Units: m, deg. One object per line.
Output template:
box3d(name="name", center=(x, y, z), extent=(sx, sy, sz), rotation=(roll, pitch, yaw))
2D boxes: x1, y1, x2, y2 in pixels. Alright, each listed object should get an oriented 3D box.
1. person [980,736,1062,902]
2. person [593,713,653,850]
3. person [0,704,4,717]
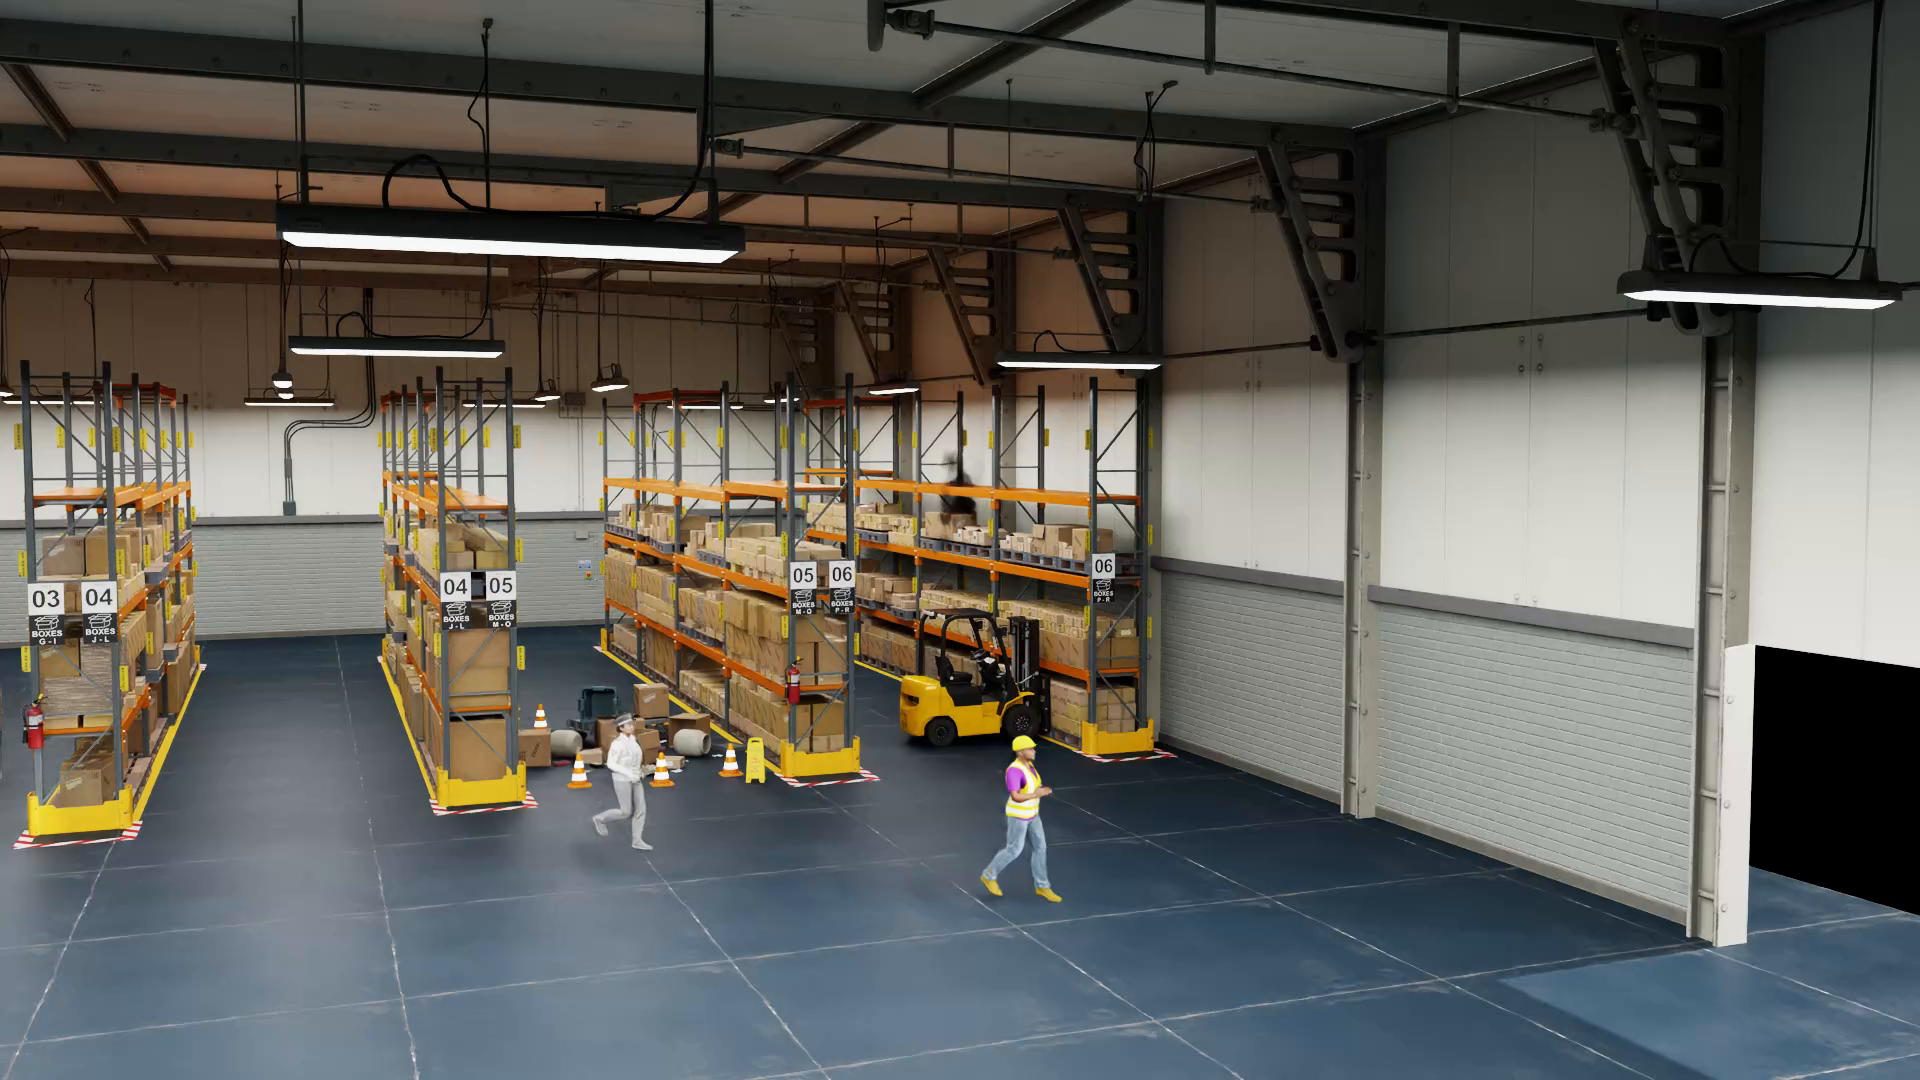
box3d(name="person", center=(0.658, 3.009, 18.030), extent=(0.903, 1.794, 0.720), rotation=(2, 4, 25))
box3d(name="person", center=(-4.119, 2.950, 20.385), extent=(0.797, 1.683, 0.621), rotation=(1, 4, 22))
box3d(name="person", center=(-14.000, 2.792, 23.841), extent=(0.544, 1.631, 0.648), rotation=(-1, 4, -21))
